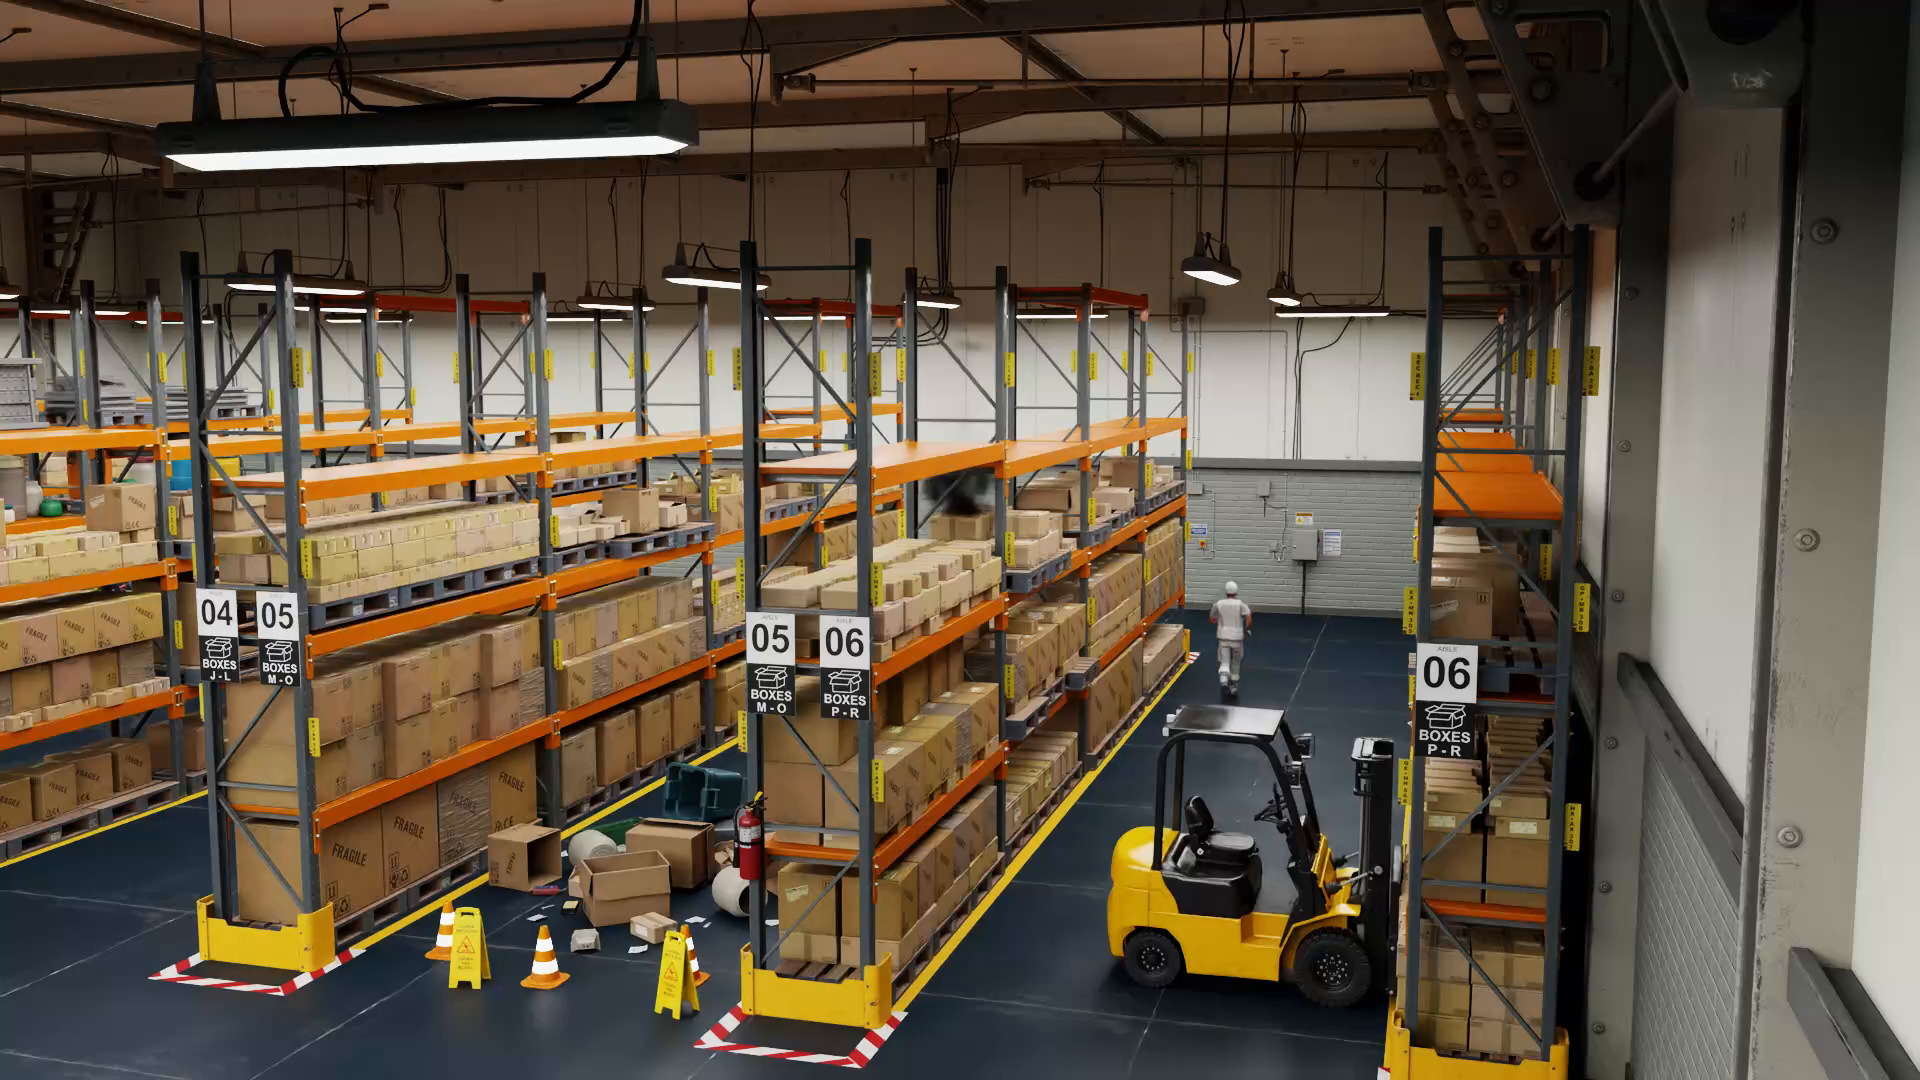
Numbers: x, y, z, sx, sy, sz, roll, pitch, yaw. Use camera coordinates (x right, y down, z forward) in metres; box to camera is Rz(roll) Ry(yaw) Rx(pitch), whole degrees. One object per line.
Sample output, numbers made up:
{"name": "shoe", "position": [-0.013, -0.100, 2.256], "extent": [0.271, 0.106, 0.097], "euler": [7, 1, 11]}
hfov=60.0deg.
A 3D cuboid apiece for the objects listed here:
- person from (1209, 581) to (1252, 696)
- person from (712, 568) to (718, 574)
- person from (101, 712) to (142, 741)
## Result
{"name": "person", "position": [4.034, 1.504, 24.798], "extent": [0.656, 1.792, 0.981], "euler": [2, 7, 13]}
{"name": "person", "position": [-3.993, 1.291, 27.194], "extent": [0.683, 1.713, 0.910], "euler": [2, 7, 20]}
{"name": "person", "position": [-11.304, 1.820, 22.423], "extent": [0.592, 1.730, 0.858], "euler": [0, 6, 4]}
